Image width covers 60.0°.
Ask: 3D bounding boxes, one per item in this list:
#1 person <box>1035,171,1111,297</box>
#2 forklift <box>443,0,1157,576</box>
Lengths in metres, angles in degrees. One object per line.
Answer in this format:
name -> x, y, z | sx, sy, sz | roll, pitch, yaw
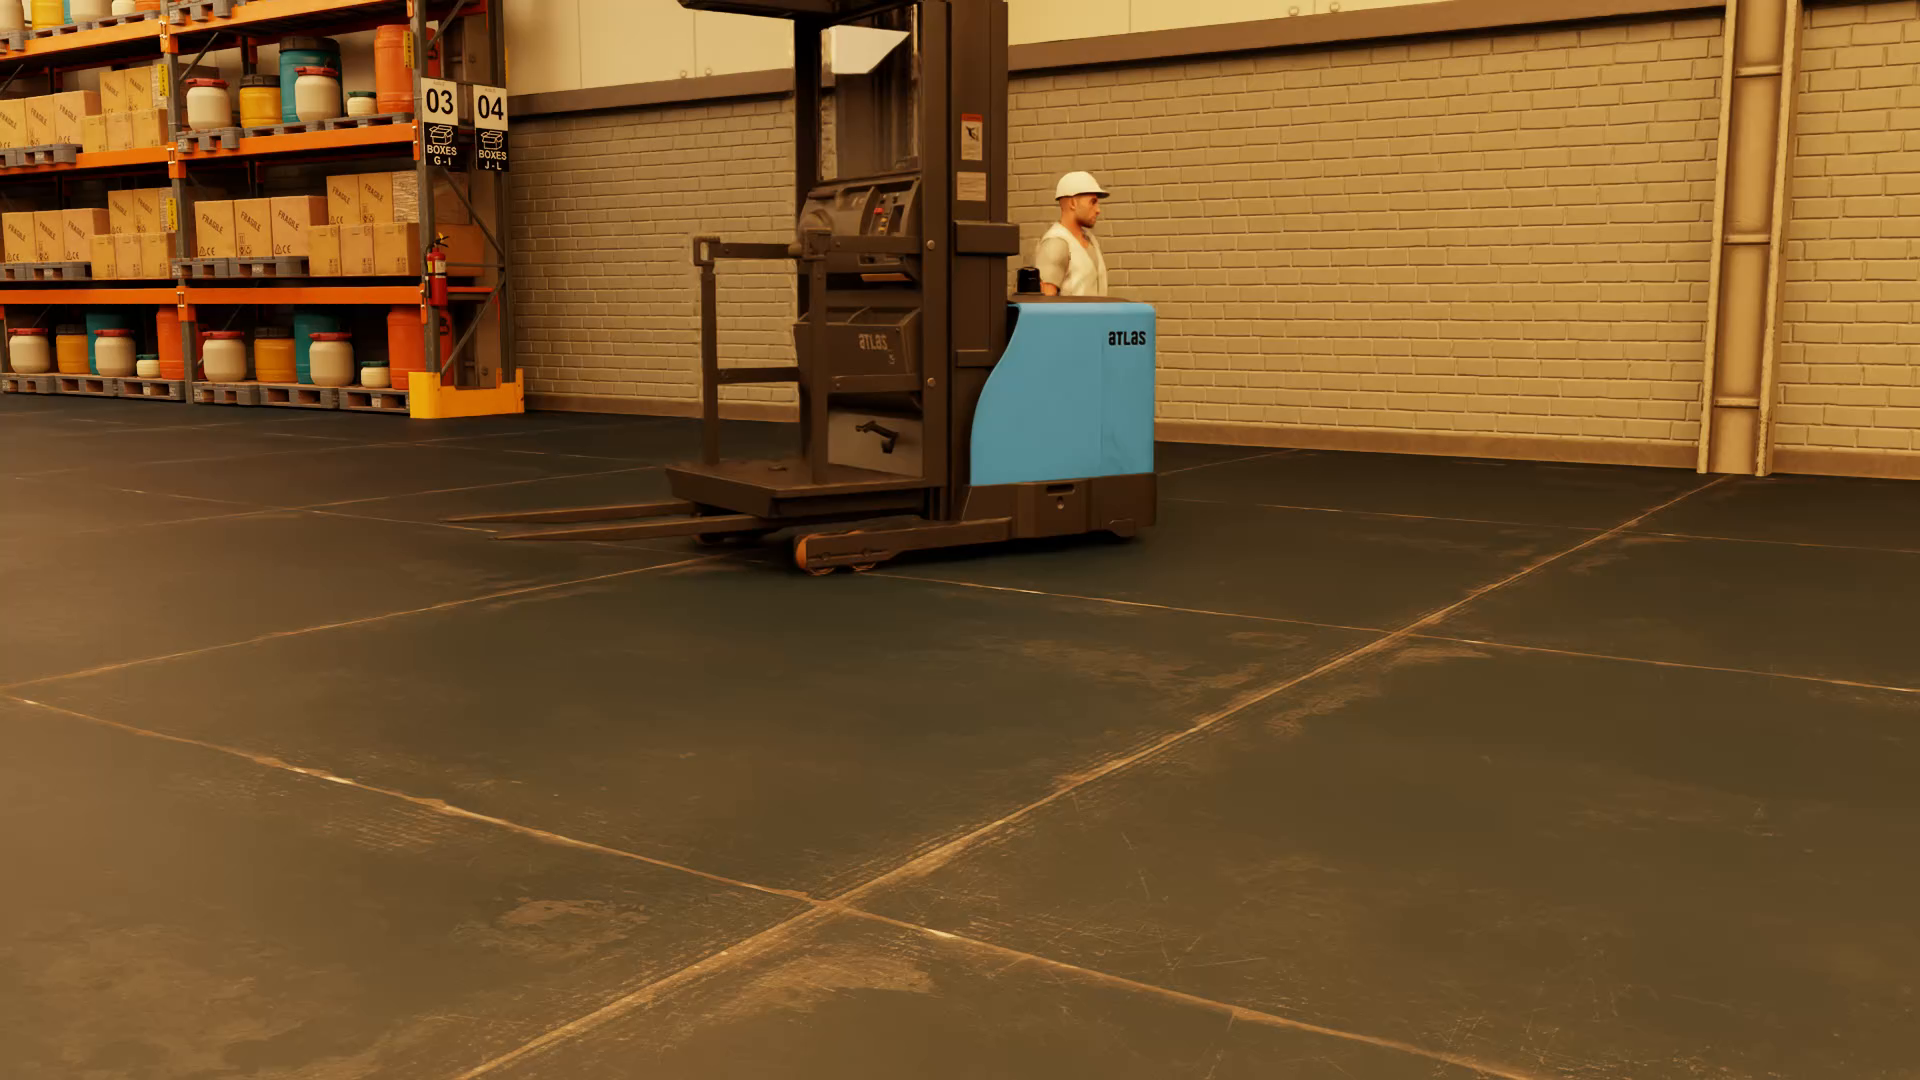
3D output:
person -> 0.713, -0.991, 8.463 | 0.652, 1.744, 0.747 | 5, 10, 32
forklift -> -0.611, -1.394, 6.992 | 3.031, 2.935, 1.130 | -5, 10, -33
